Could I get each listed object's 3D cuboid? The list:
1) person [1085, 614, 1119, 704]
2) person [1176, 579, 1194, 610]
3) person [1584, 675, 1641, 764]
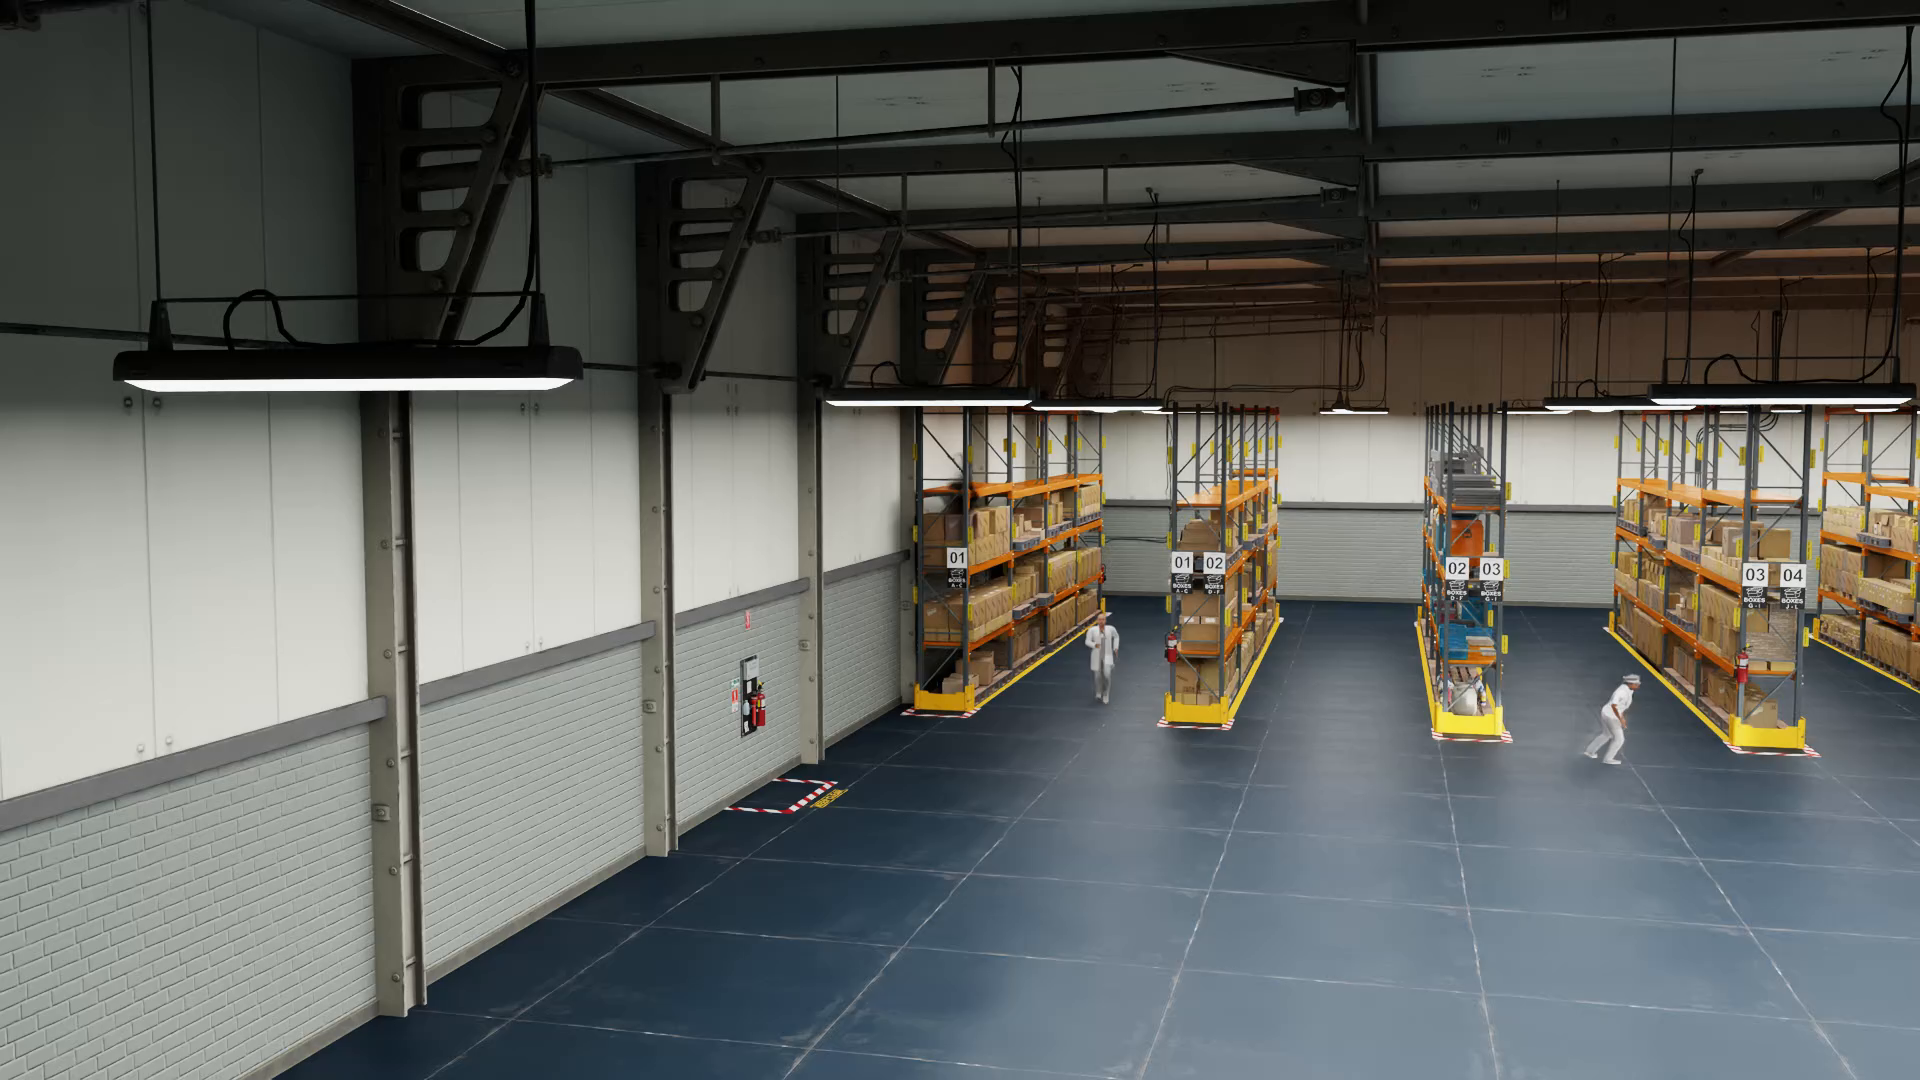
[{"bbox_3d":[2.850,2.380,33.342,0.683,1.810,0.881,0,4,3],"label":"person"},{"bbox_3d":[6.729,1.328,48.806,1.131,1.609,0.690,3,5,32],"label":"person"},{"bbox_3d":[10.775,2.942,27.471,0.853,1.515,0.623,2,5,25],"label":"person"}]
